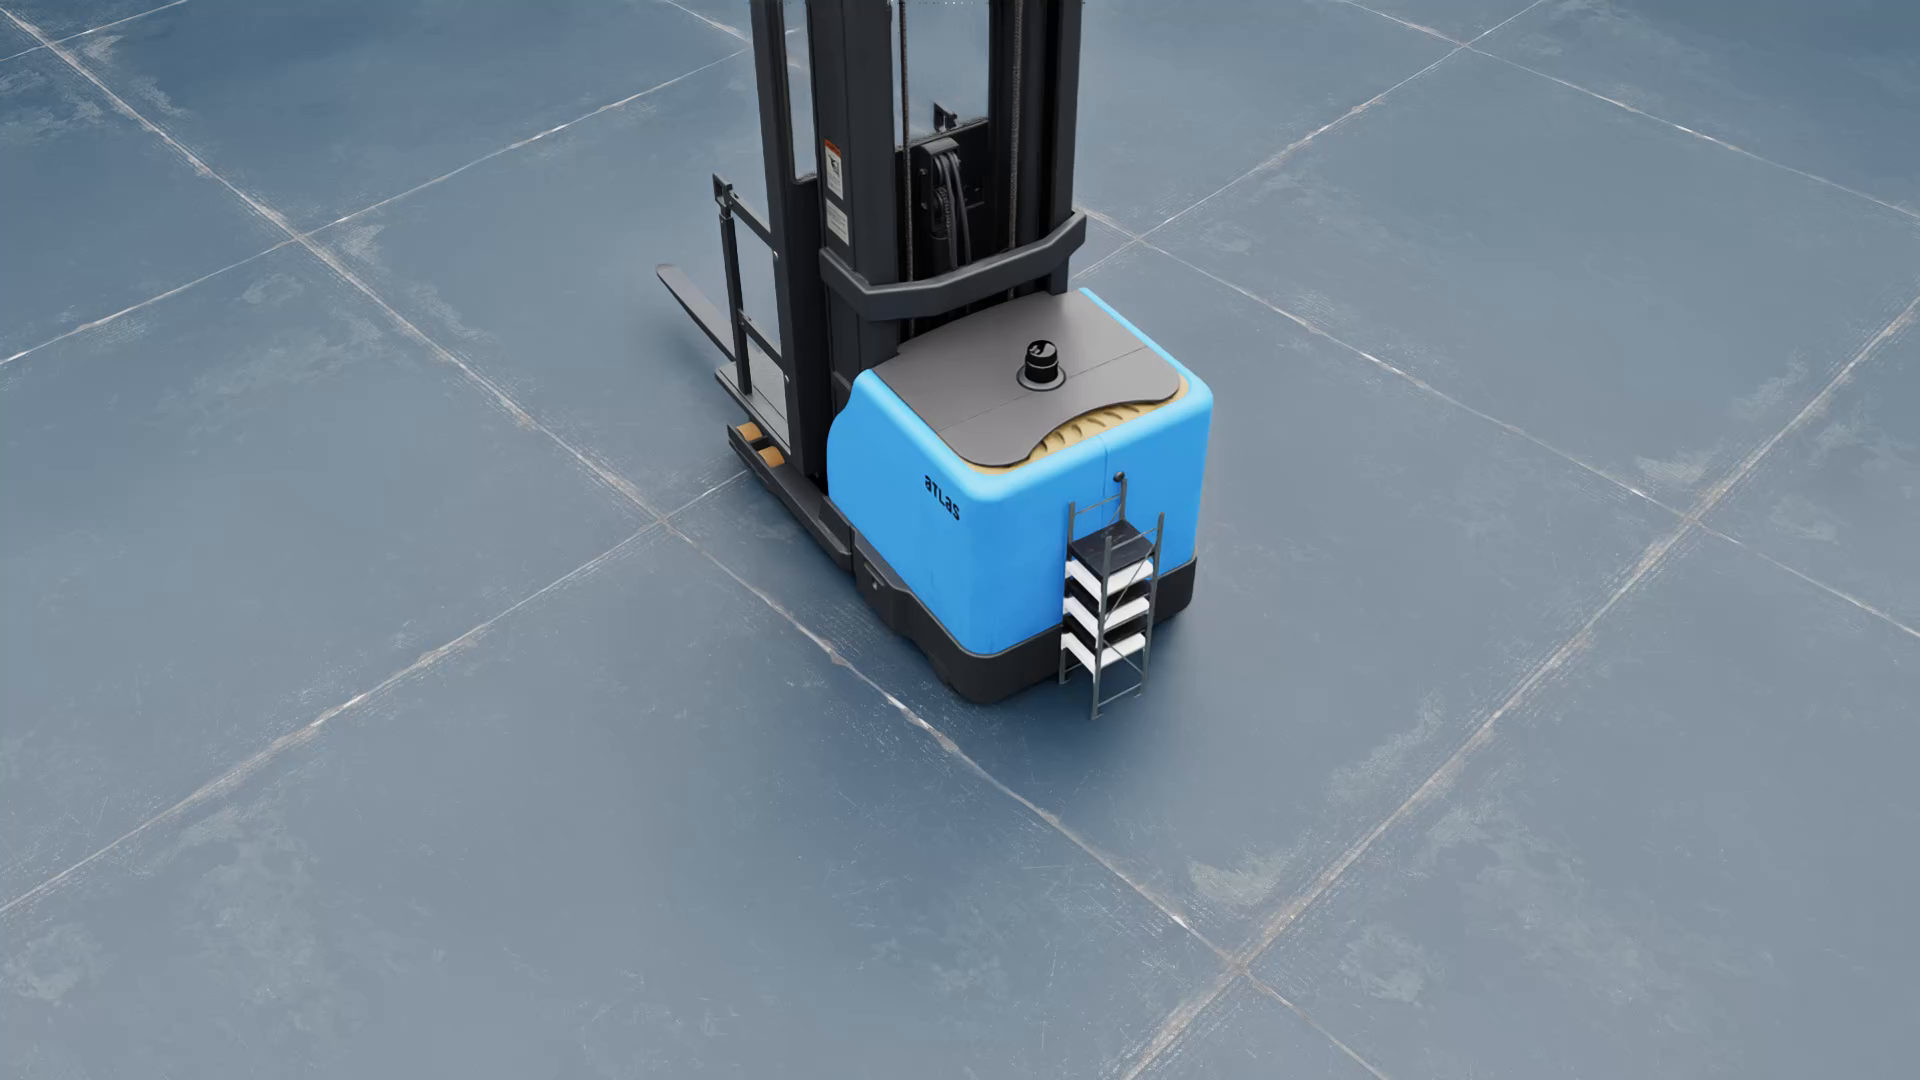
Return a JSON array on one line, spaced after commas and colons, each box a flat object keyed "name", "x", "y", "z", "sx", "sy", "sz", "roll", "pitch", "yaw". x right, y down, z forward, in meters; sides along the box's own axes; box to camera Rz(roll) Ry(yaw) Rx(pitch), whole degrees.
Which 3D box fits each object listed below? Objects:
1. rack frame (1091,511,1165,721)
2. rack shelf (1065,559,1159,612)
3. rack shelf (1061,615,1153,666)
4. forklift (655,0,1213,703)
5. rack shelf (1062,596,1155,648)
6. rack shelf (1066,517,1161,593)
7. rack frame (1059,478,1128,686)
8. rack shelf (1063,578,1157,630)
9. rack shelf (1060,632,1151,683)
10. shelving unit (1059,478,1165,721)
[{"name": "rack frame", "x": 0.579, "y": 0.280, "z": 5.784, "sx": 0.240, "sy": 0.900, "sz": 0.006, "roll": -24, "pitch": 48, "yaw": -24}, {"name": "rack shelf", "x": 0.523, "y": 0.114, "z": 5.747, "sx": 0.258, "sy": 0.077, "sz": 0.200, "roll": -24, "pitch": 48, "yaw": -24}, {"name": "rack shelf", "x": 0.523, "y": 0.313, "z": 5.930, "sx": 0.258, "sy": 0.077, "sz": 0.200, "roll": -24, "pitch": 48, "yaw": -24}, {"name": "forklift", "x": -0.329, "y": -1.462, "z": 6.172, "sx": 1.130, "sy": 2.935, "sz": 3.031, "roll": -24, "pitch": 48, "yaw": -24}, {"name": "rack shelf", "x": 0.523, "y": 0.247, "z": 5.869, "sx": 0.258, "sy": 0.077, "sz": 0.200, "roll": -24, "pitch": 48, "yaw": -24}, {"name": "rack shelf", "x": 0.523, "y": 0.048, "z": 5.686, "sx": 0.258, "sy": 0.077, "sz": 0.200, "roll": -24, "pitch": 48, "yaw": -24}, {"name": "rack frame", "x": 0.468, "y": 0.164, "z": 5.909, "sx": 0.240, "sy": 0.900, "sz": 0.006, "roll": -24, "pitch": 48, "yaw": -24}, {"name": "rack shelf", "x": 0.523, "y": 0.180, "z": 5.808, "sx": 0.258, "sy": 0.077, "sz": 0.200, "roll": -24, "pitch": 48, "yaw": -24}, {"name": "rack shelf", "x": 0.523, "y": 0.379, "z": 5.991, "sx": 0.258, "sy": 0.077, "sz": 0.200, "roll": -24, "pitch": 48, "yaw": -24}, {"name": "shelving unit", "x": 0.523, "y": 0.222, "z": 5.847, "sx": 0.258, "sy": 0.900, "sz": 0.210, "roll": -24, "pitch": 48, "yaw": -24}]
